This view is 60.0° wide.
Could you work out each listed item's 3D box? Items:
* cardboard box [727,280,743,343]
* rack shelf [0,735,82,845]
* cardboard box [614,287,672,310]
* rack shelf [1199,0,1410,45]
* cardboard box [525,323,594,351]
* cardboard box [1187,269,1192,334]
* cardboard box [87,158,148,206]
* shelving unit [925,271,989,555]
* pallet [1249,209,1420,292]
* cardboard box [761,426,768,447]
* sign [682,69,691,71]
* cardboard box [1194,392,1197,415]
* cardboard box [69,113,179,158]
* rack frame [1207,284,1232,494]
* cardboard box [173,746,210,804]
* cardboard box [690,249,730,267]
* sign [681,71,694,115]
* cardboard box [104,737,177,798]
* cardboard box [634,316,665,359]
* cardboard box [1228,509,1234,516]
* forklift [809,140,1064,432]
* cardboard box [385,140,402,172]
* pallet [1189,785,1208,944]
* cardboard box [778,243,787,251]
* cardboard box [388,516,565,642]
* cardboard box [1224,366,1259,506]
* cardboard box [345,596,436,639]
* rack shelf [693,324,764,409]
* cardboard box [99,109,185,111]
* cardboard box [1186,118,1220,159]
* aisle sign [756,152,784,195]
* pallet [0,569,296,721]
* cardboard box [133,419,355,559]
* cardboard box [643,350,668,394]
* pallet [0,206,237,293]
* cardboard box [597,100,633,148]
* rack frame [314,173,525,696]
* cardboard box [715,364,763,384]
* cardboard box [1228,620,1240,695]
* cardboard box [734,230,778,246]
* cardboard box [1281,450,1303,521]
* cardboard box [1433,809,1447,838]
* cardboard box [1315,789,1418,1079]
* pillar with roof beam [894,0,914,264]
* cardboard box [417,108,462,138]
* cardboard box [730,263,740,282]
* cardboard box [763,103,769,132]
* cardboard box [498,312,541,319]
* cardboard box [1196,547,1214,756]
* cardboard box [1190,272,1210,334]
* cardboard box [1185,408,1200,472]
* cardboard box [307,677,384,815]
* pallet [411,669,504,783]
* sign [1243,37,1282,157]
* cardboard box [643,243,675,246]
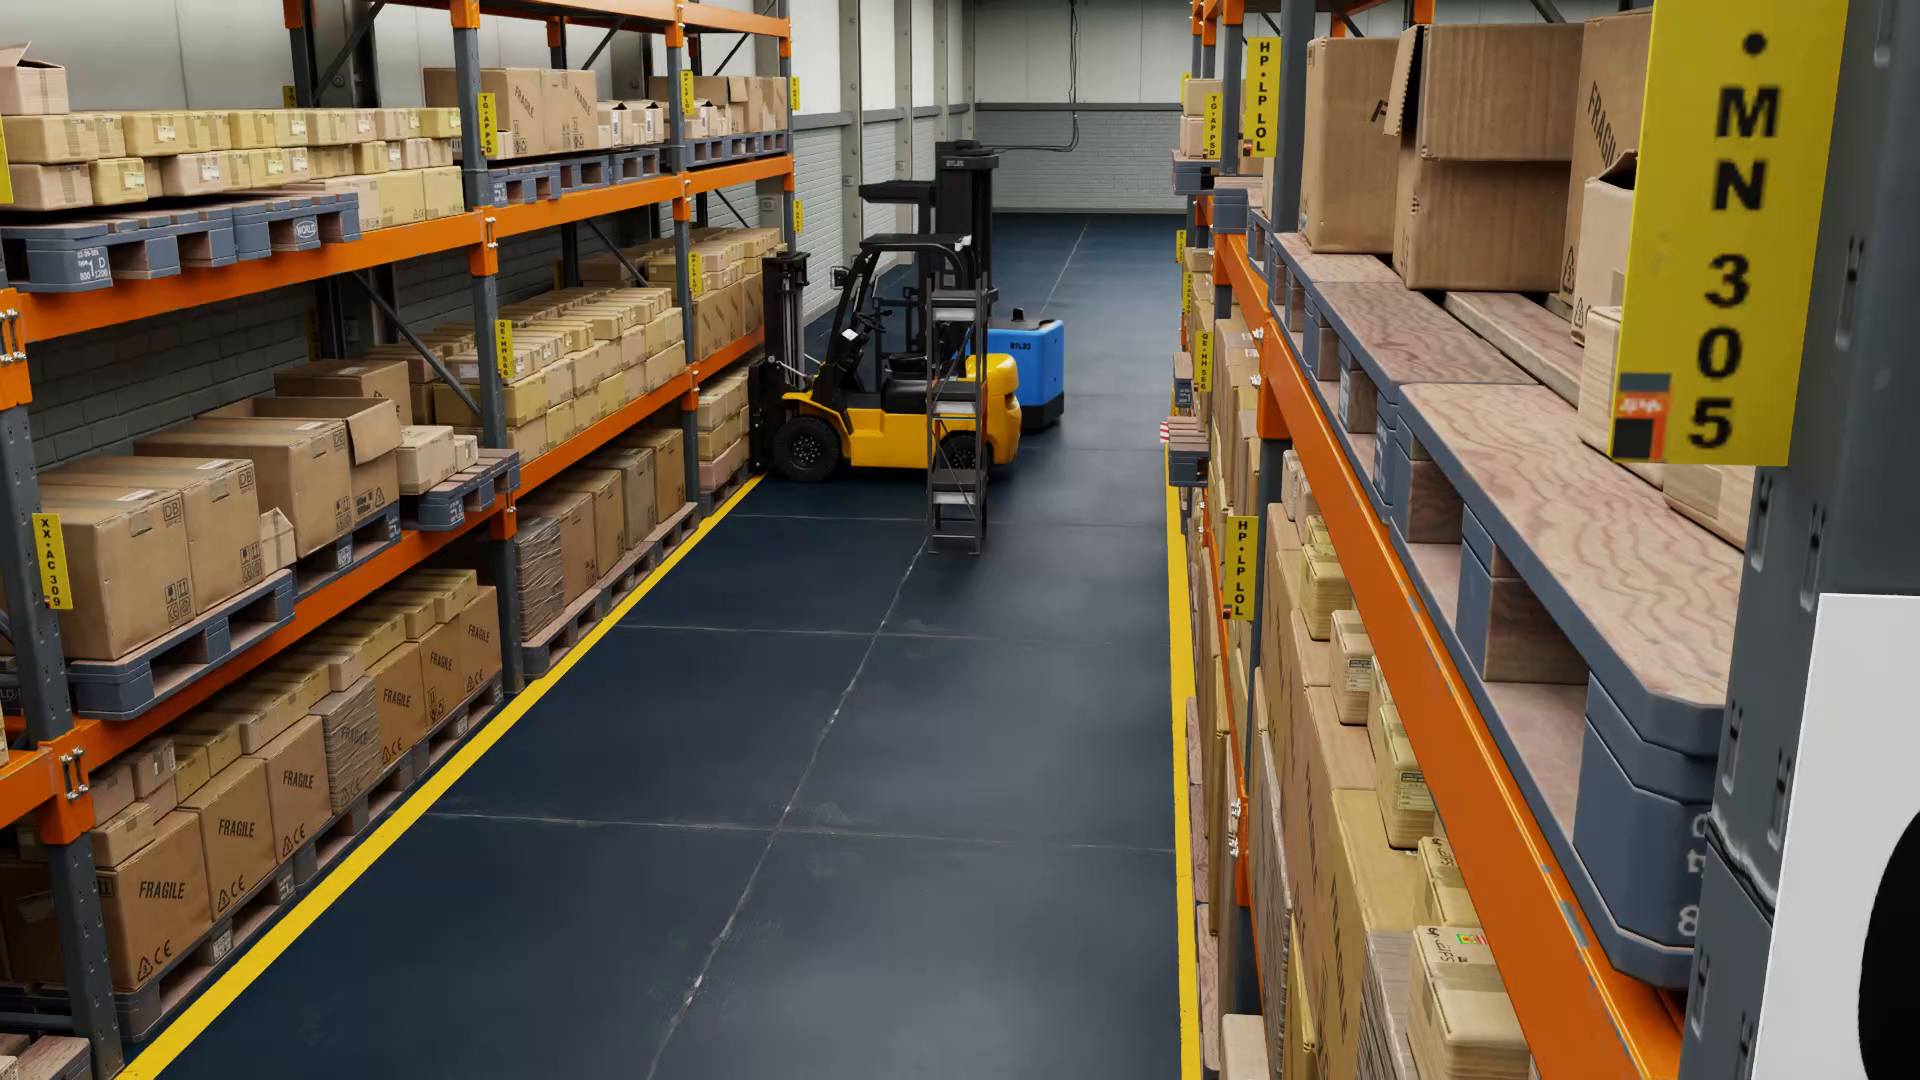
[{"bbox_3d":[-2.230,-2.022,14.701,0.500,0.500,0.500,2,15,6],"label":"cardboard box"},{"bbox_3d":[-3.767,1.342,3.832,1.077,0.370,4.000,2,15,6],"label":"rack shelf"},{"bbox_3d":[-2.456,-1.866,12.880,0.380,0.149,0.250,2,15,8],"label":"cardboard box"},{"bbox_3d":[2.069,-3.291,10.237,1.077,0.370,4.000,2,15,6],"label":"rack shelf"},{"bbox_3d":[-2.626,-1.332,10.908,0.380,0.149,0.250,2,15,7],"label":"cardboard box"},{"bbox_3d":[2.203,-2.037,14.187,0.500,0.500,0.500,2,15,8],"label":"cardboard box"},{"bbox_3d":[-3.048,-1.234,5.718,0.380,0.149,0.250,2,15,7],"label":"cardboard box"},{"bbox_3d":[-0.019,-0.971,12.729,0.431,2.100,0.503,2,15,6],"label":"shelving unit"},{"bbox_3d":[1.446,-0.974,5.638,0.805,0.209,1.217,1,15,4],"label":"pallet"},{"bbox_3d":[-2.093,-0.987,15.530,0.500,0.250,0.500,2,15,8],"label":"cardboard box"},{"bbox_3d":[-2.738,-4.563,16.717,0.100,0.325,0.005,2,15,6],"label":"sign"},{"bbox_3d":[1.642,-0.865,10.292,0.380,0.149,0.250,2,15,7],"label":"cardboard box"},{"bbox_3d":[-3.041,-1.446,5.932,0.380,0.149,0.250,1,15,5],"label":"cardboard box"},{"bbox_3d":[1.843,-0.417,8.956,1.000,3.000,0.127,2,15,6],"label":"rack frame"},{"bbox_3d":[-3.264,0.940,6.680,0.380,0.149,0.250,1,15,3],"label":"cardboard box"},{"bbox_3d":[-2.214,-2.447,14.461,0.380,0.149,0.250,1,15,5],"label":"cardboard box"},{"bbox_3d":[-2.098,-3.435,12.780,0.100,0.325,0.005,2,15,6],"label":"sign"},{"bbox_3d":[-3.254,0.869,6.374,0.380,0.149,0.250,1,15,4],"label":"cardboard box"},{"bbox_3d":[-2.490,-1.500,12.291,0.500,0.250,0.500,1,15,5],"label":"cardboard box"},{"bbox_3d":[1.301,0.066,6.501,0.500,0.250,0.500,2,15,8],"label":"cardboard box"},{"bbox_3d":[-0.456,-2.733,17.654,3.031,2.935,1.130,5,16,17],"label":"forklift"},{"bbox_3d":[-2.994,-1.897,8.207,0.380,0.149,0.250,2,15,8],"label":"cardboard box"},{"bbox_3d":[1.539,1.447,7.405,1.003,0.211,1.213,2,15,6],"label":"pallet"},{"bbox_3d":[-1.948,-2.900,16.706,0.380,0.149,0.250,2,15,7],"label":"cardboard box"},{"bbox_3d":[-3.006,0.220,10.345,0.875,0.625,0.625,2,15,8],"label":"cardboard box"},{"bbox_3d":[1.364,-0.433,6.911,0.500,0.500,0.500,2,15,7],"label":"cardboard box"},{"bbox_3d":[-2.967,0.403,8.666,0.380,0.149,0.250,1,15,4],"label":"cardboard box"},{"bbox_3d":[-2.413,-1.771,15.342,1.077,0.370,4.000,2,15,6],"label":"rack shelf"},{"bbox_3d":[-3.475,-1.727,6.973,0.380,0.149,0.250,2,15,8],"label":"cardboard box"},{"bbox_3d":[1.739,-2.630,10.877,0.500,0.250,0.500,2,15,6],"label":"cardboard box"},{"bbox_3d":[-1.888,-3.900,16.858,0.394,0.787,0.004,2,15,6],"label":"aisle sign"},{"bbox_3d":[-3.342,0.364,6.436,1.003,0.211,1.213,2,15,6],"label":"pallet"},{"bbox_3d":[-3.117,-0.232,7.278,0.700,0.500,0.500,2,15,6],"label":"cardboard box"},{"bbox_3d":[-2.486,-1.258,12.355,0.500,0.250,0.500,2,15,6],"label":"cardboard box"},{"bbox_3d":[-3.398,-1.049,5.907,1.213,0.211,1.003,2,15,6],"label":"pallet"},{"bbox_3d":[-2.564,-2.861,11.425,0.500,0.311,0.500,1,15,4],"label":"cardboard box"},{"bbox_3d":[-3.090,-0.562,9.493,1.000,3.000,0.127,2,15,6],"label":"rack frame"},{"bbox_3d":[-2.092,-1.471,15.404,0.500,0.250,0.500,1,15,5],"label":"cardboard box"},{"bbox_3d":[1.250,0.437,6.085,0.500,0.250,0.500,1,15,5],"label":"cardboard box"},{"bbox_3d":[-2.015,-2.978,16.423,0.380,0.149,0.250,2,15,6],"label":"cardboard box"},{"bbox_3d":[1.098,-0.149,4.617,0.380,0.149,0.250,1,15,5],"label":"cardboard box"},{"bbox_3d":[0.901,0.449,2.404,0.380,0.149,0.250,2,15,6],"label":"cardboard box"},{"bbox_3d":[0.847,0.731,2.606,0.500,0.500,0.500,2,15,6],"label":"cardboard box"},{"bbox_3d":[3.148,-9.920,32.610,9.100,9.000,0.400,2,15,6],"label":"pillar with roof beam"},{"bbox_3d":[-2.834,-2.176,8.668,0.380,0.149,0.250,2,15,8],"label":"cardboard box"},{"bbox_3d":[-2.168,-2.367,14.734,0.380,0.149,0.250,1,15,4],"label":"cardboard box"},{"bbox_3d":[-2.007,-3.981,15.654,0.396,0.266,0.258,2,15,6],"label":"cardboard box"},{"bbox_3d":[-3.109,-1.482,11.461,0.380,0.149,0.250,2,15,7],"label":"cardboard box"},{"bbox_3d":[1.682,0.583,8.525,0.875,0.875,0.875,2,15,6],"label":"cardboard box"},{"bbox_3d":[1.956,-1.735,12.268,0.500,0.500,0.500,2,15,8],"label":"cardboard box"},{"bbox_3d":[2.094,-0.853,13.596,0.500,0.500,0.500,1,15,5],"label":"cardboard box"},{"bbox_3d":[-3.087,0.959,7.854,0.500,0.500,0.500,1,15,4],"label":"cardboard box"},{"bbox_3d":[-3.211,0.977,9.145,1.003,0.211,1.213,2,15,6],"label":"pallet"},{"bbox_3d":[0.851,-1.242,4.669,0.100,0.325,0.005,2,15,6],"label":"sign"},{"bbox_3d":[-2.666,-2.592,14.997,0.380,0.149,0.250,2,15,8],"label":"cardboard box"}]
